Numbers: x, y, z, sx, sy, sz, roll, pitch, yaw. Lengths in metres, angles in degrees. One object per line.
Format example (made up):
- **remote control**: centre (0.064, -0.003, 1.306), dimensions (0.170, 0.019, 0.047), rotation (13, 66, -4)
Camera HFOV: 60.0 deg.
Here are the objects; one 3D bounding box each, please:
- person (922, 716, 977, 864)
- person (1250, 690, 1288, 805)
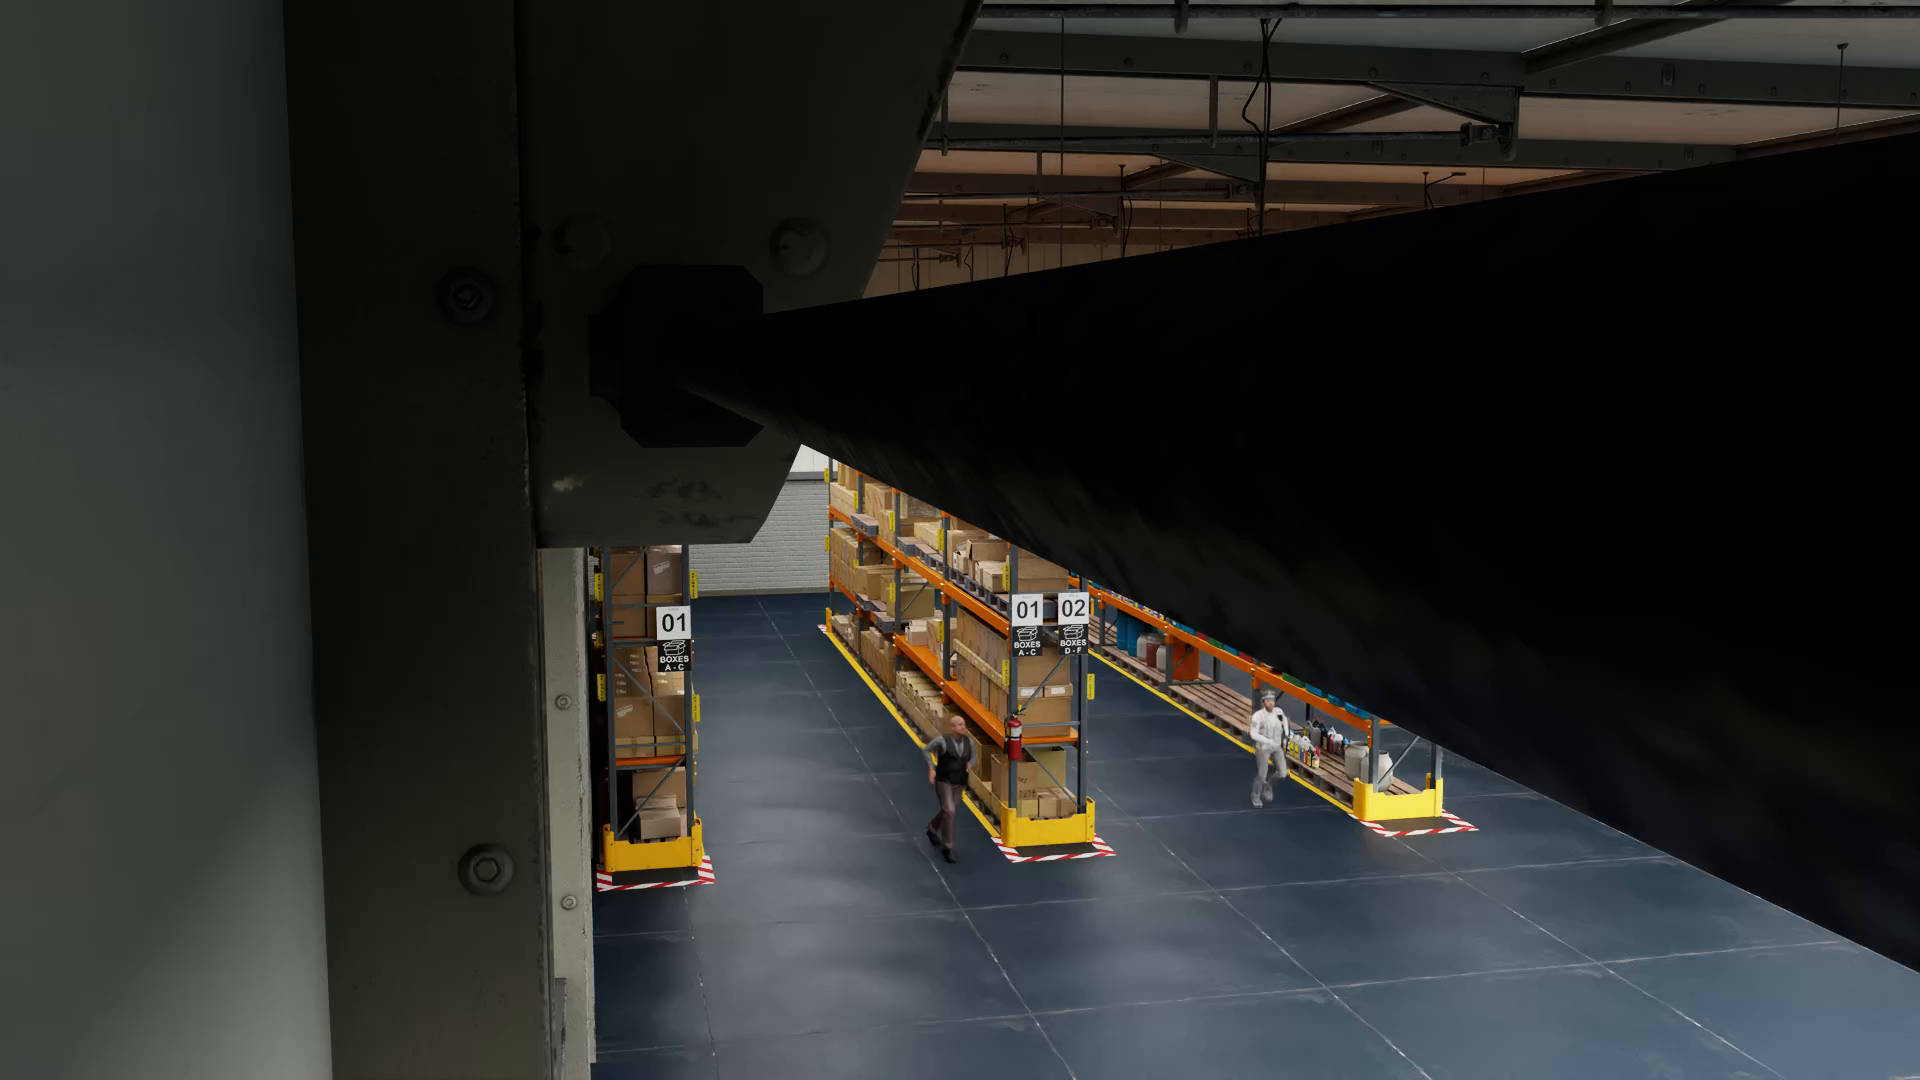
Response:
- **person**: centre (-0.090, 3.039, 20.676), dimensions (0.658, 1.723, 0.898), rotation (-4, 8, -32)
- **person**: centre (4.215, 2.834, 22.551), dimensions (0.634, 1.643, 0.729), rotation (-2, 7, -13)
